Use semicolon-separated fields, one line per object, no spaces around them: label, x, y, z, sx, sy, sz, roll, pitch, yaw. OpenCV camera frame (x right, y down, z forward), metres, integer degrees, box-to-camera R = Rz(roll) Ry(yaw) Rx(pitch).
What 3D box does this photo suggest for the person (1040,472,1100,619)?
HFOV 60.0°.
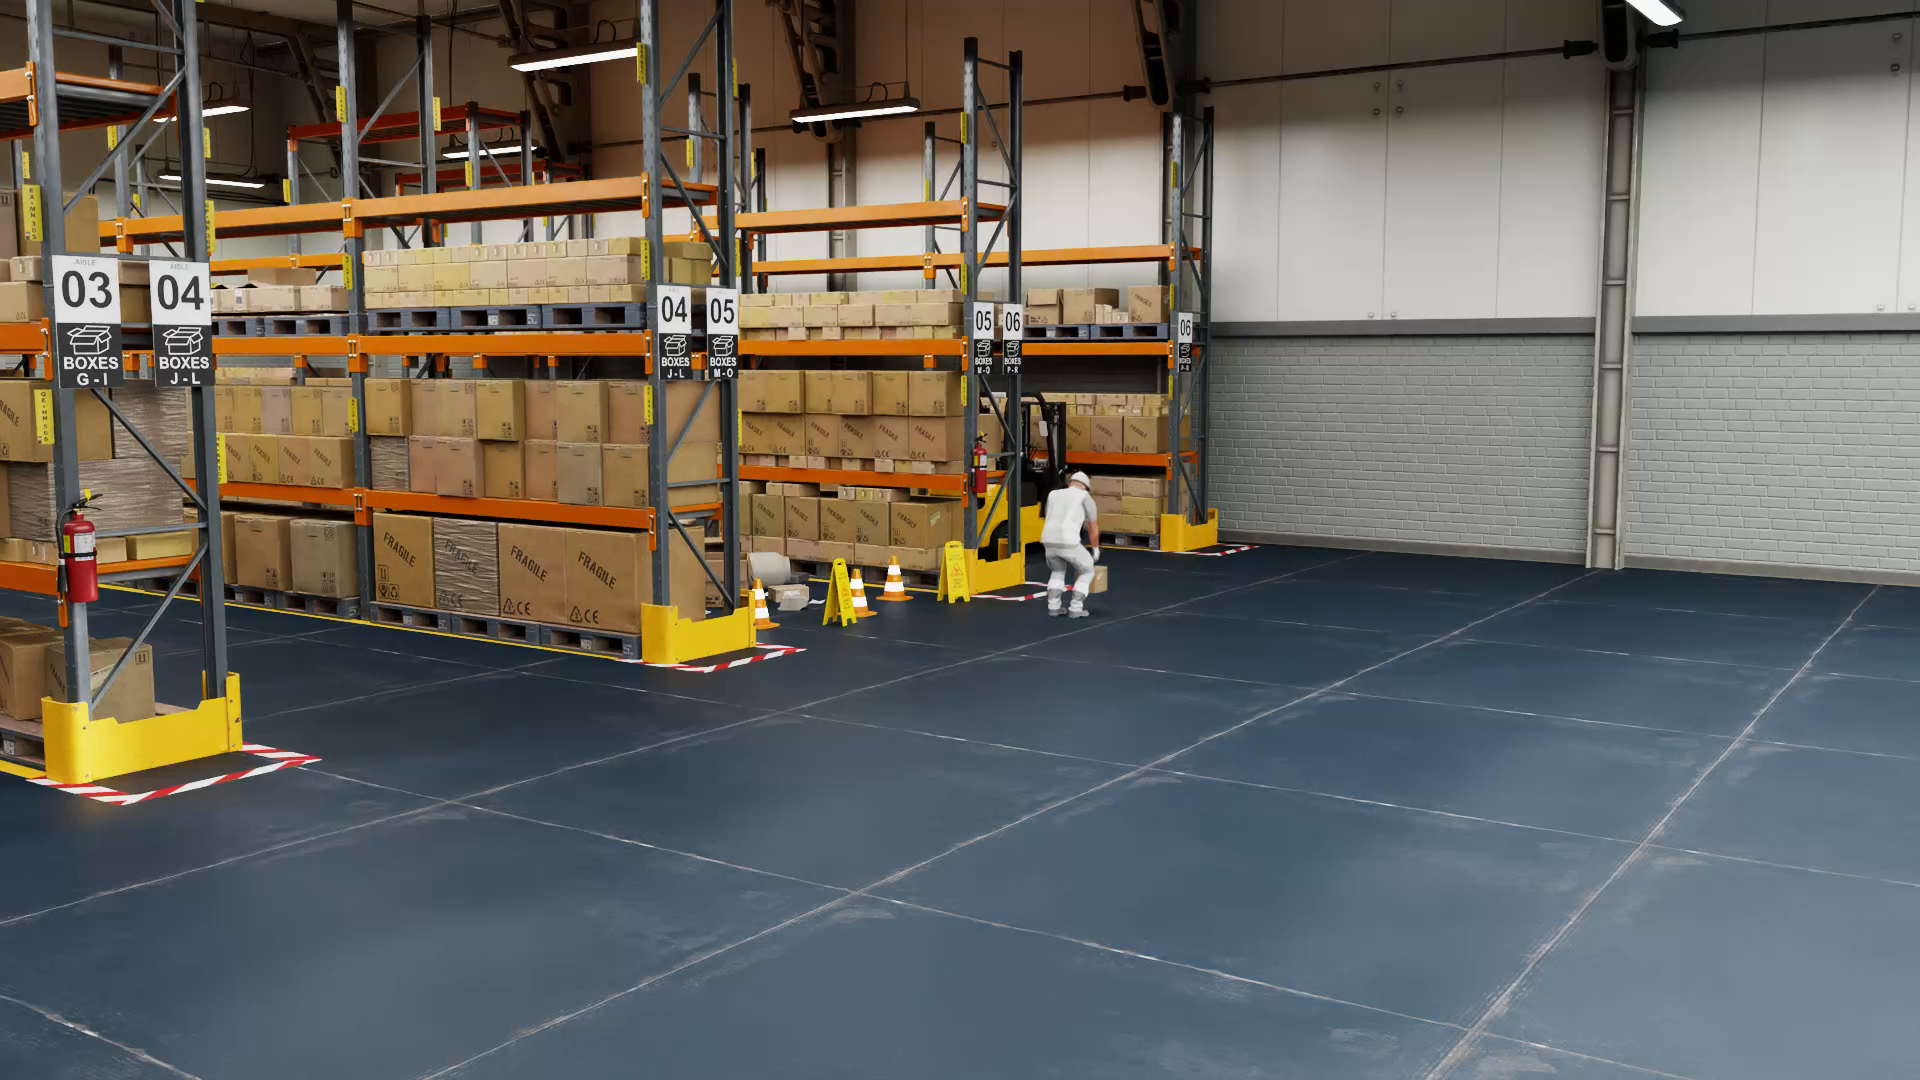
person;1.088;0.045;16.800;0.583;1.443;0.749;4;7;34
